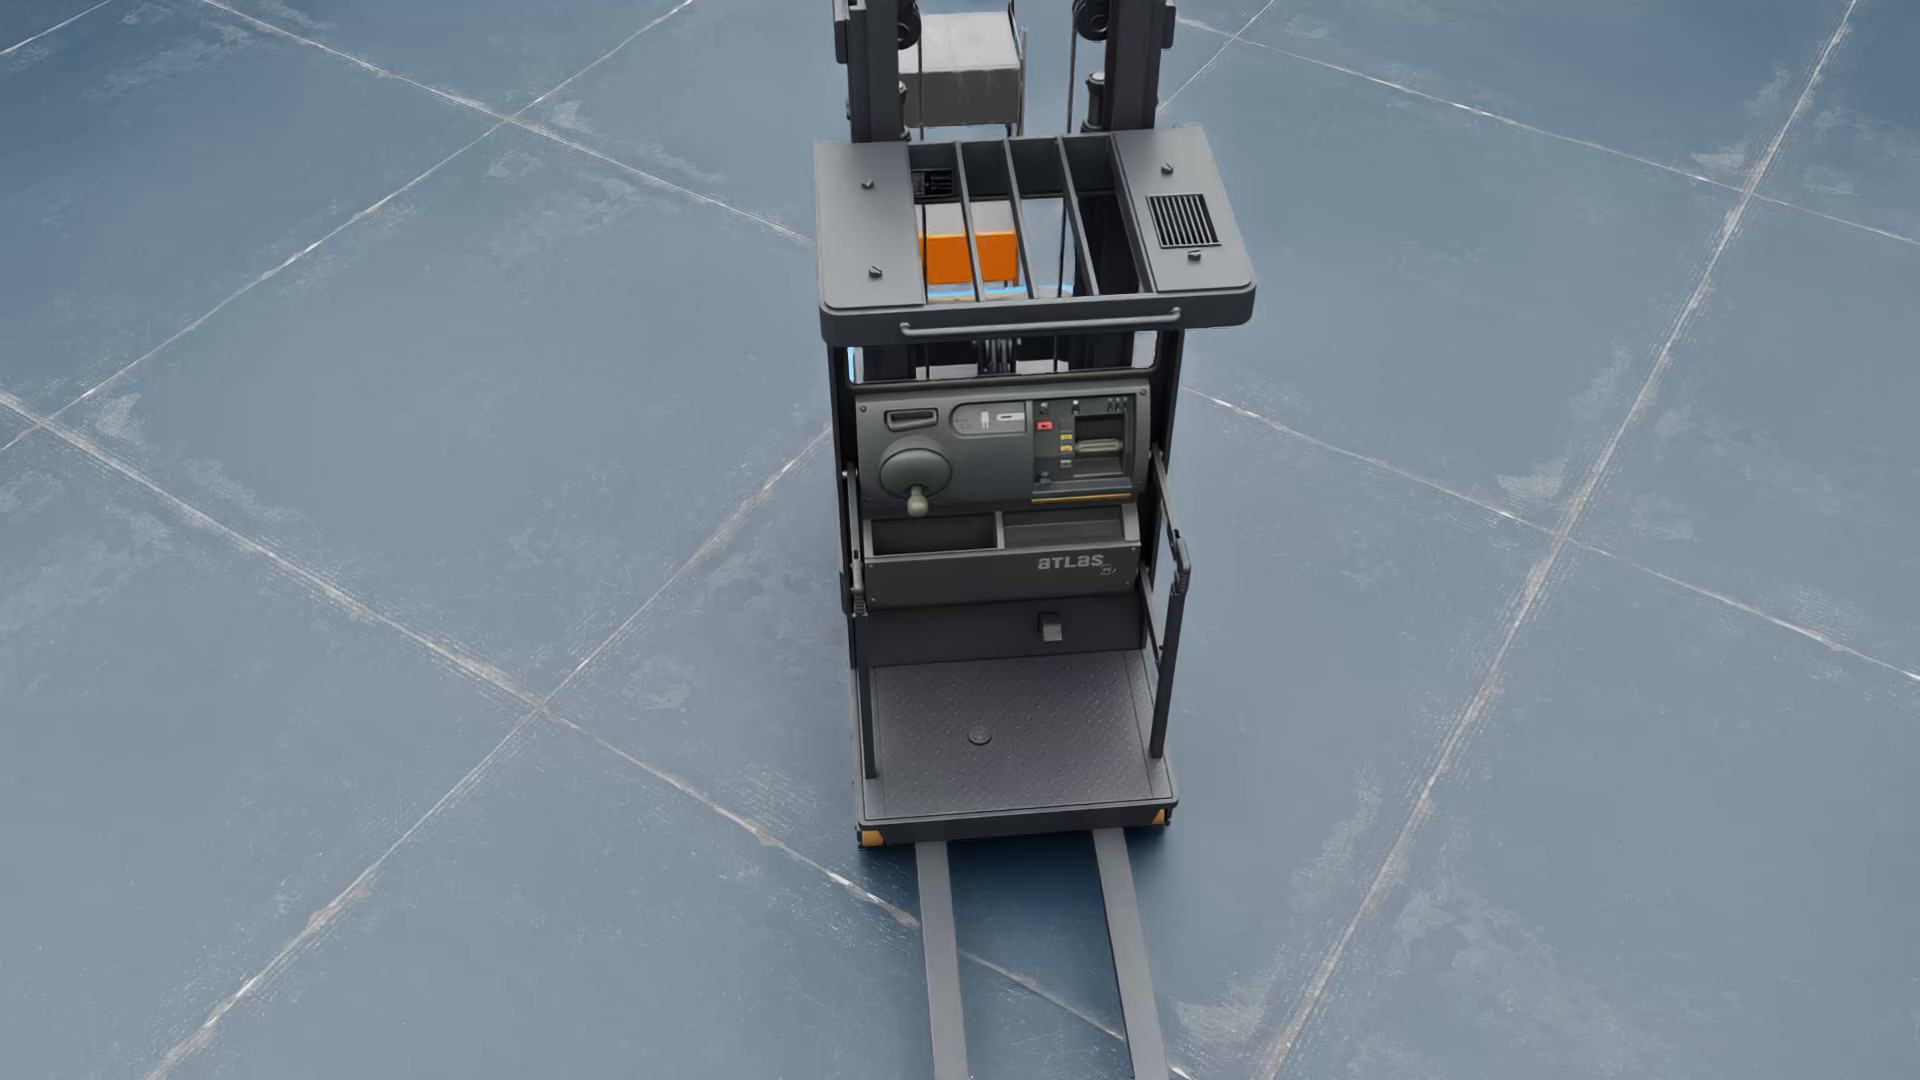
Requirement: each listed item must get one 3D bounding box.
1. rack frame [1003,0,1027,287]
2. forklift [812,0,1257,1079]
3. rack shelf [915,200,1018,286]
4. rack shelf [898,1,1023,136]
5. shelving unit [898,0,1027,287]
[{"bbox_3d":[0.207,-1.175,6.650,0.015,2.100,0.400,-4,46,-4],"label":"rack frame"},{"bbox_3d":[0.160,-0.194,5.117,1.130,2.935,3.031,-4,46,-4],"label":"forklift"},{"bbox_3d":[-0.036,-1.150,6.644,0.480,0.518,0.431,-4,46,-4],"label":"rack shelf"},{"bbox_3d":[-0.036,-1.638,6.142,0.480,0.518,0.431,-4,46,-4],"label":"rack shelf"},{"bbox_3d":[-0.036,-1.160,6.635,0.503,2.100,0.431,-4,46,-4],"label":"shelving unit"}]
